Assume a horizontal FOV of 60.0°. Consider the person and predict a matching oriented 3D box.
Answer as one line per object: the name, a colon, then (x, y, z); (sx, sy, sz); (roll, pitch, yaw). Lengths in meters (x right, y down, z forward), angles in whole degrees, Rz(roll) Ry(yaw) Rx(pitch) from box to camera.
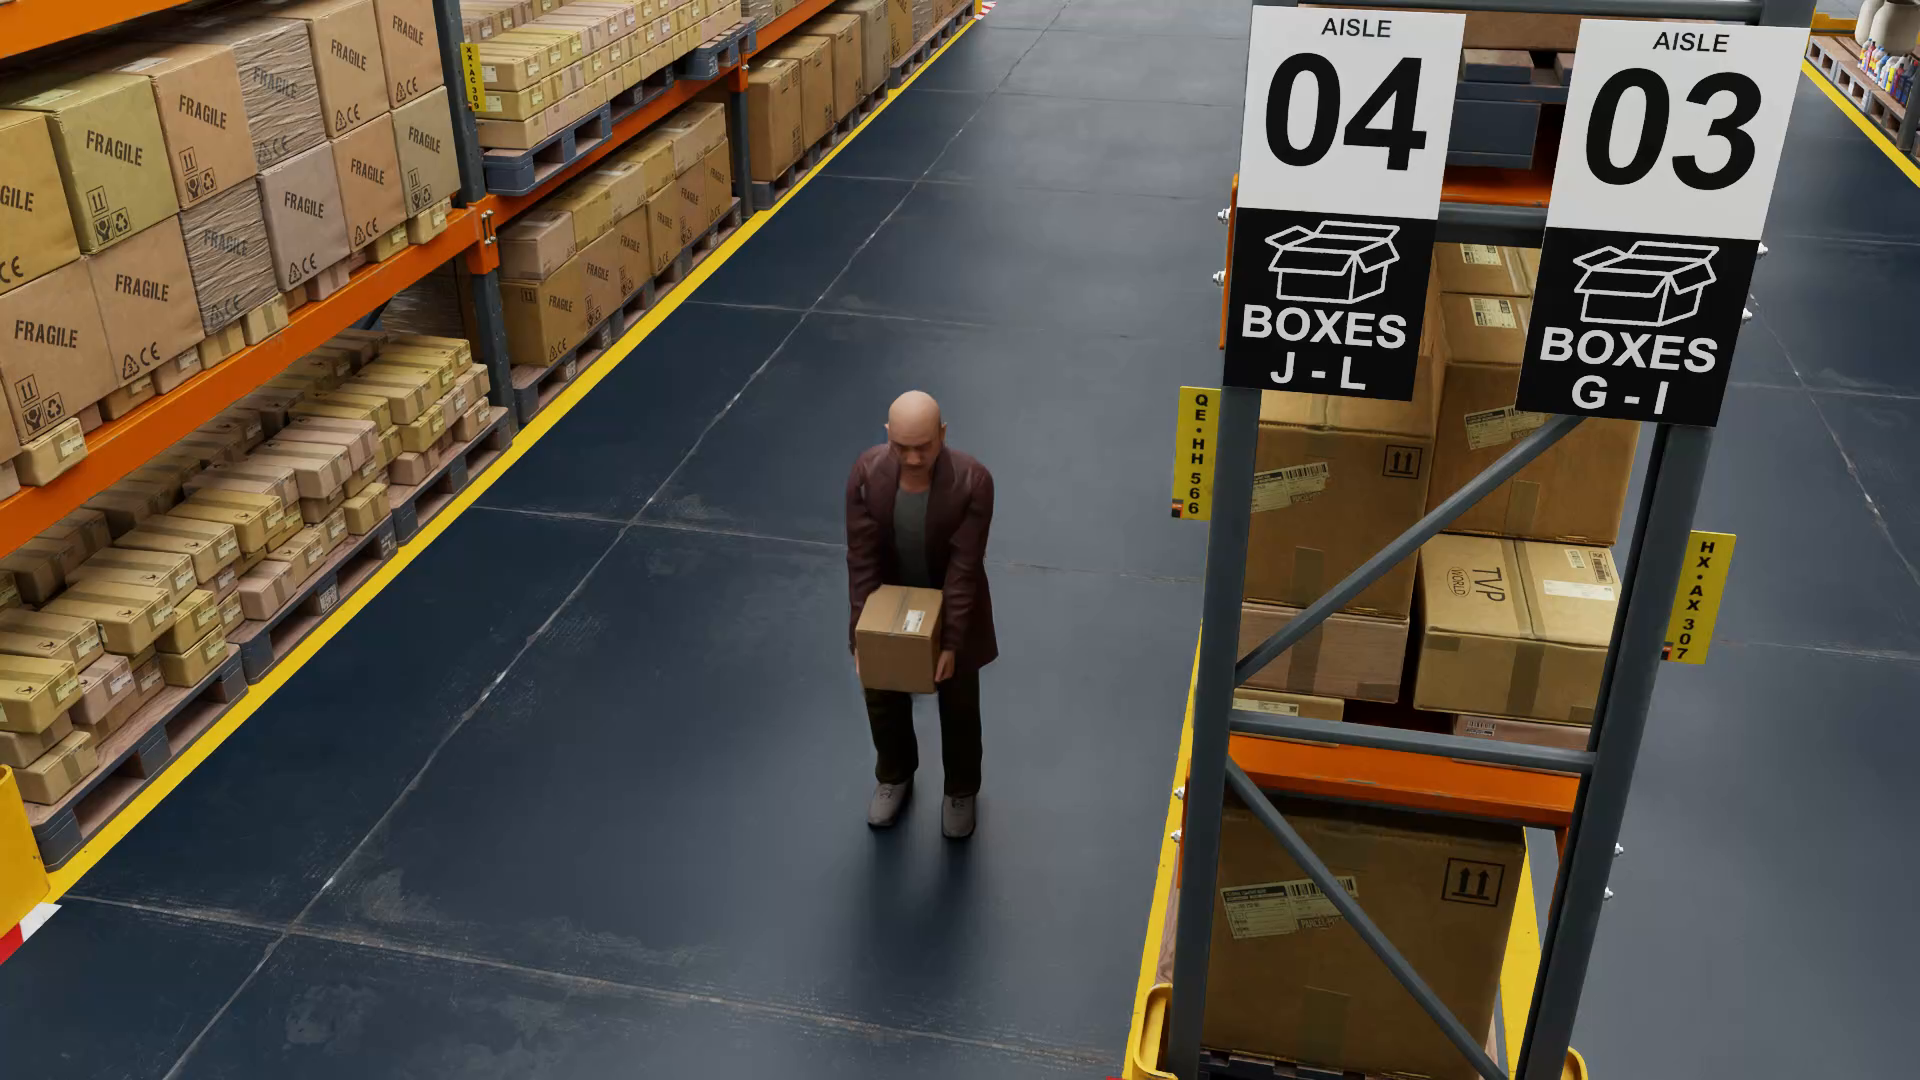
person: (-0.147, 0.267, 5.691); (0.534, 1.742, 0.605); (5, 29, 10)
